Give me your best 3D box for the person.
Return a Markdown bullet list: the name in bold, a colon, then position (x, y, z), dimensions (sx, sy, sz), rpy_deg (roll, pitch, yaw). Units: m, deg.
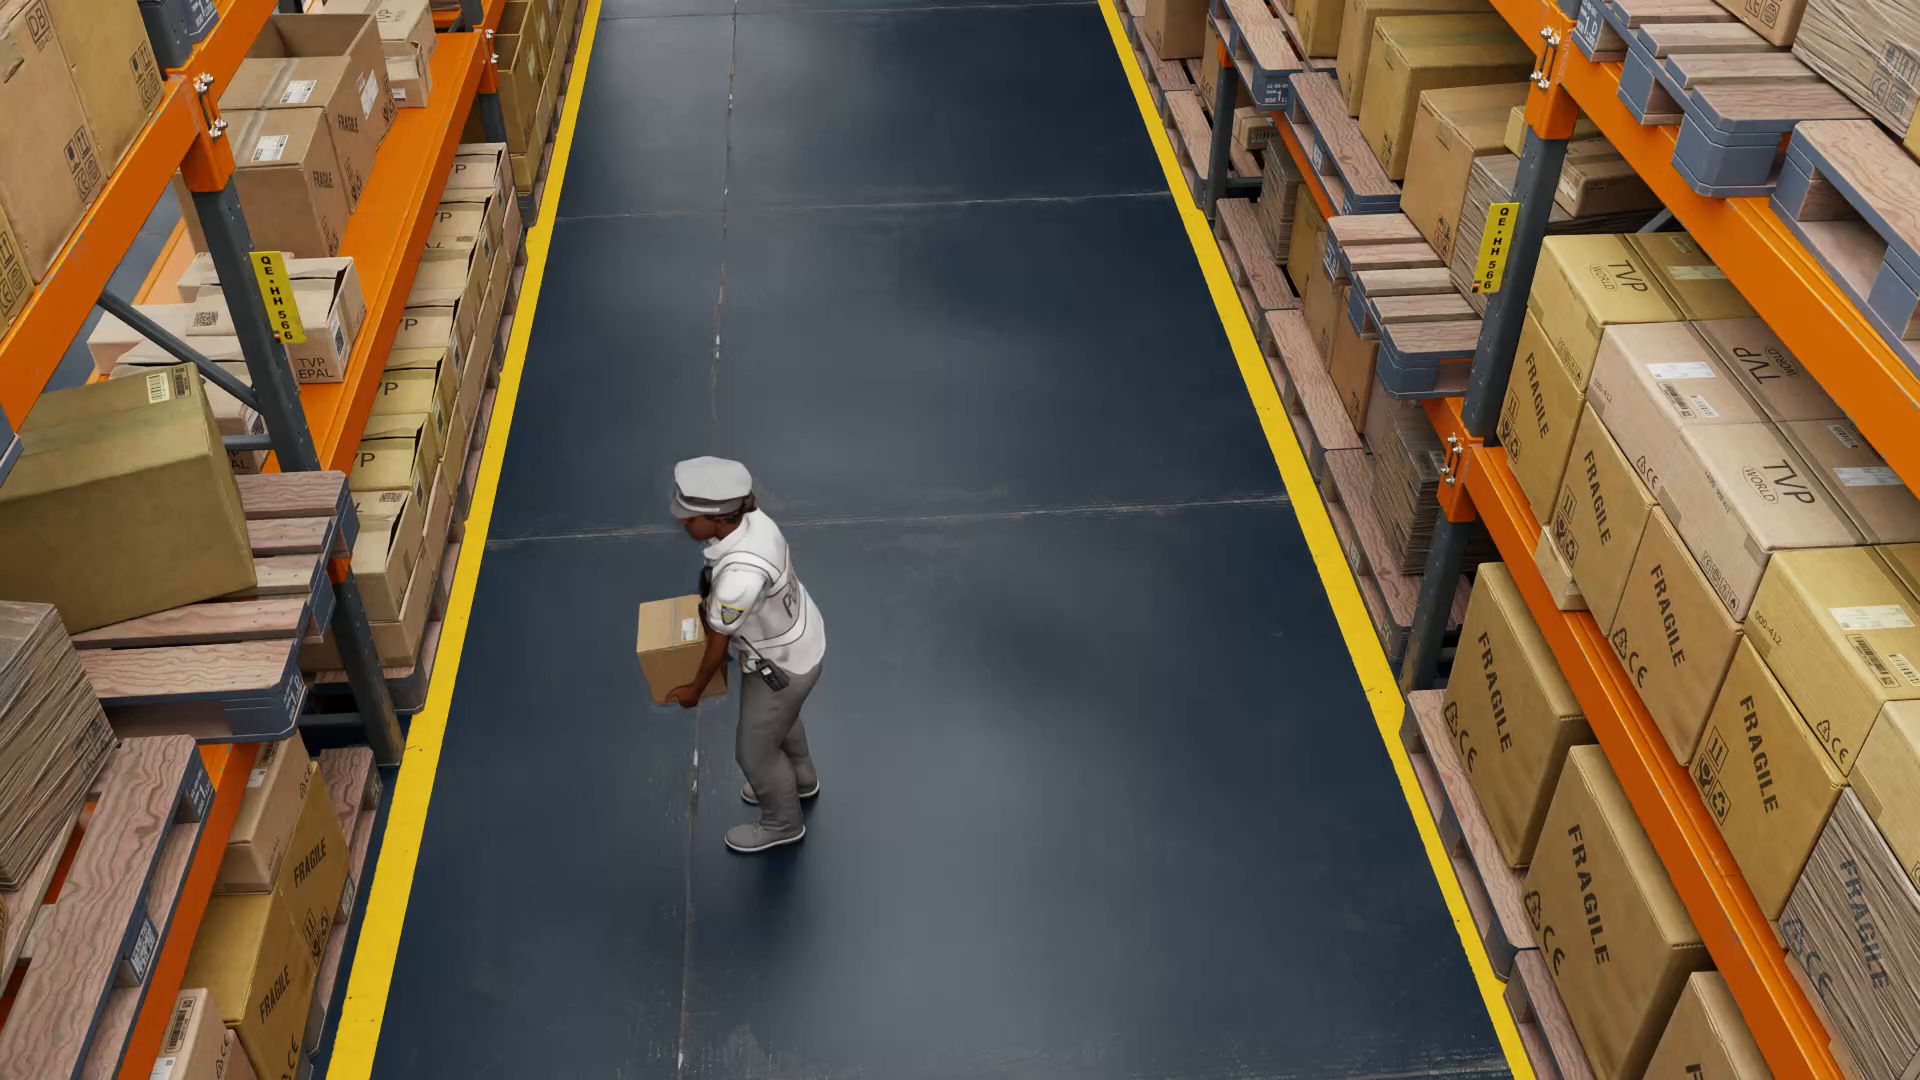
- **person**: position (-0.732, 0.410, 5.675), dimensions (0.554, 1.646, 0.416), rpy_deg (-4, 40, -5)
